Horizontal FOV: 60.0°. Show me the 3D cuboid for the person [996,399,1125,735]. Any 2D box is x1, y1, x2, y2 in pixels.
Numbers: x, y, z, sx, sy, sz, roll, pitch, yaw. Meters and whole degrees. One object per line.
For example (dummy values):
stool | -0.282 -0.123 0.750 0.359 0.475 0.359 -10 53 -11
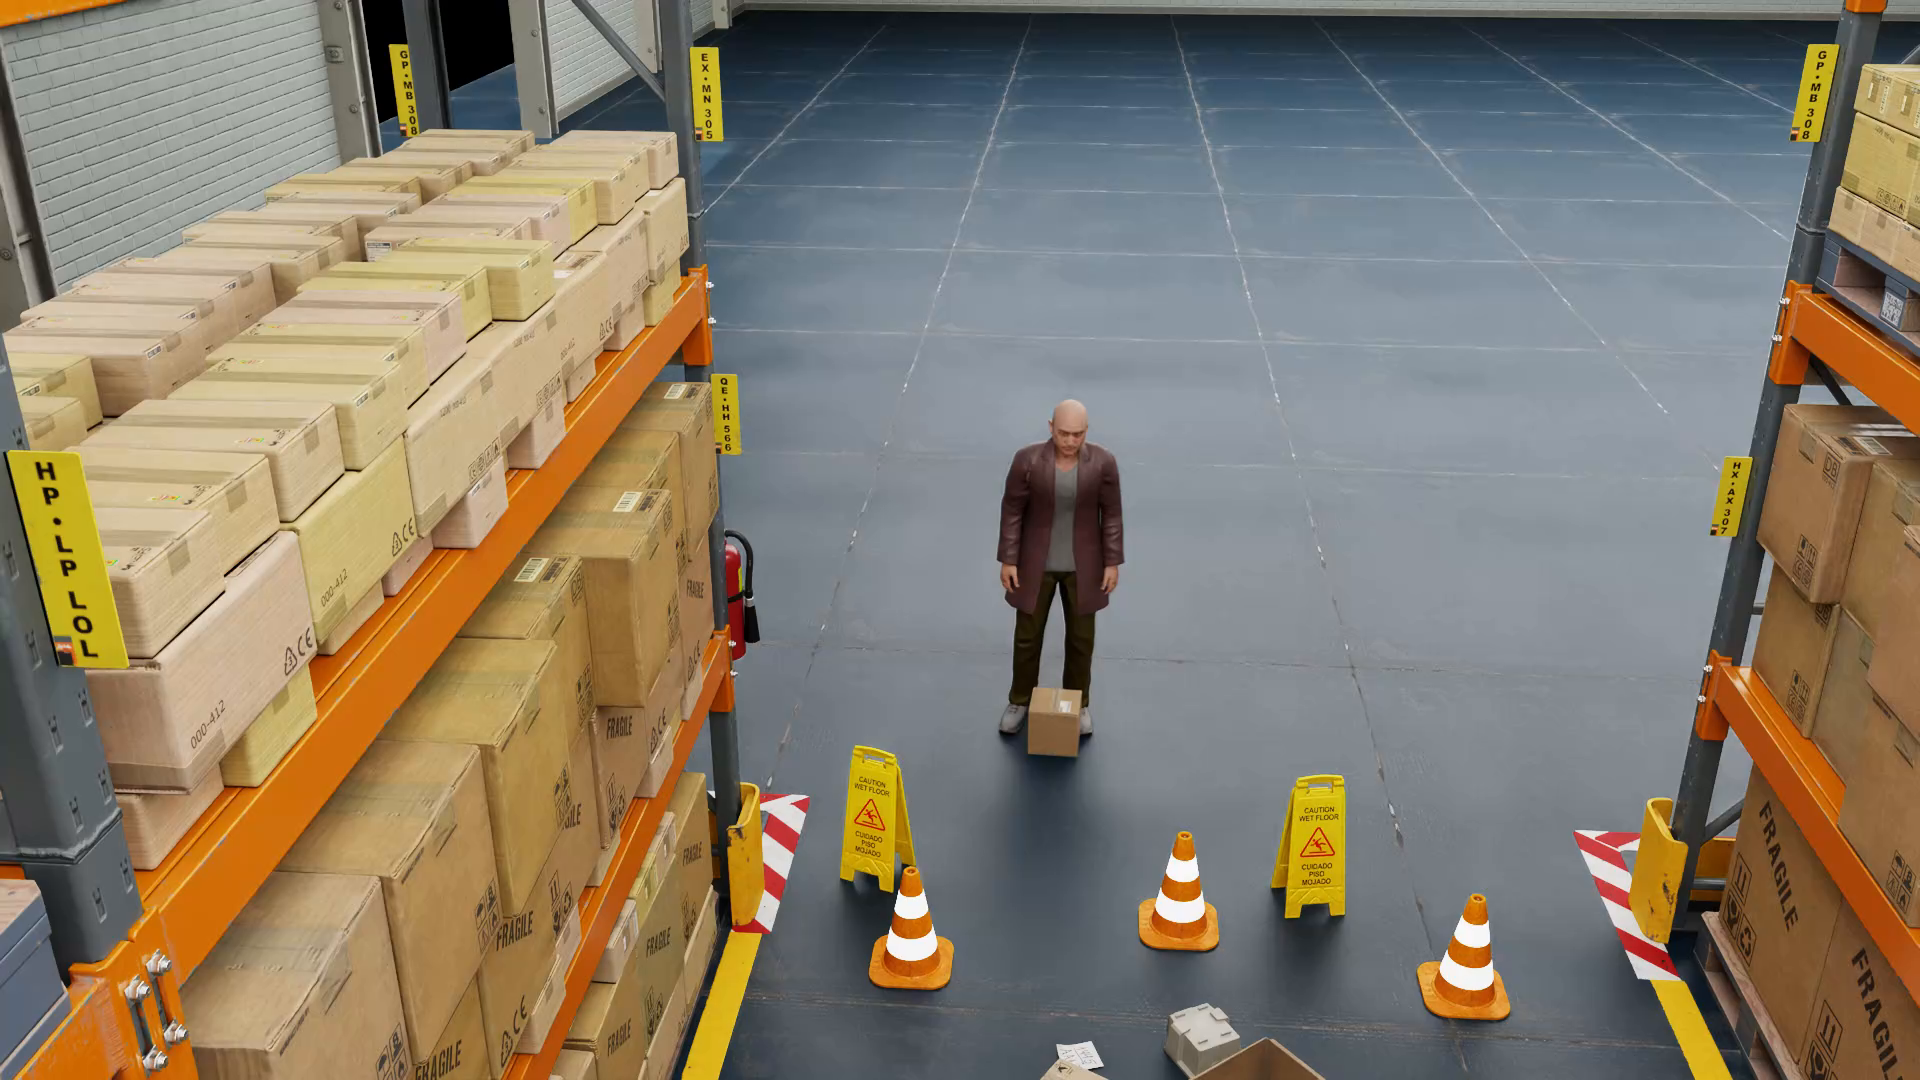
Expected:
person | 0.504 0.125 8.345 0.644 1.772 0.429 1 24 1
